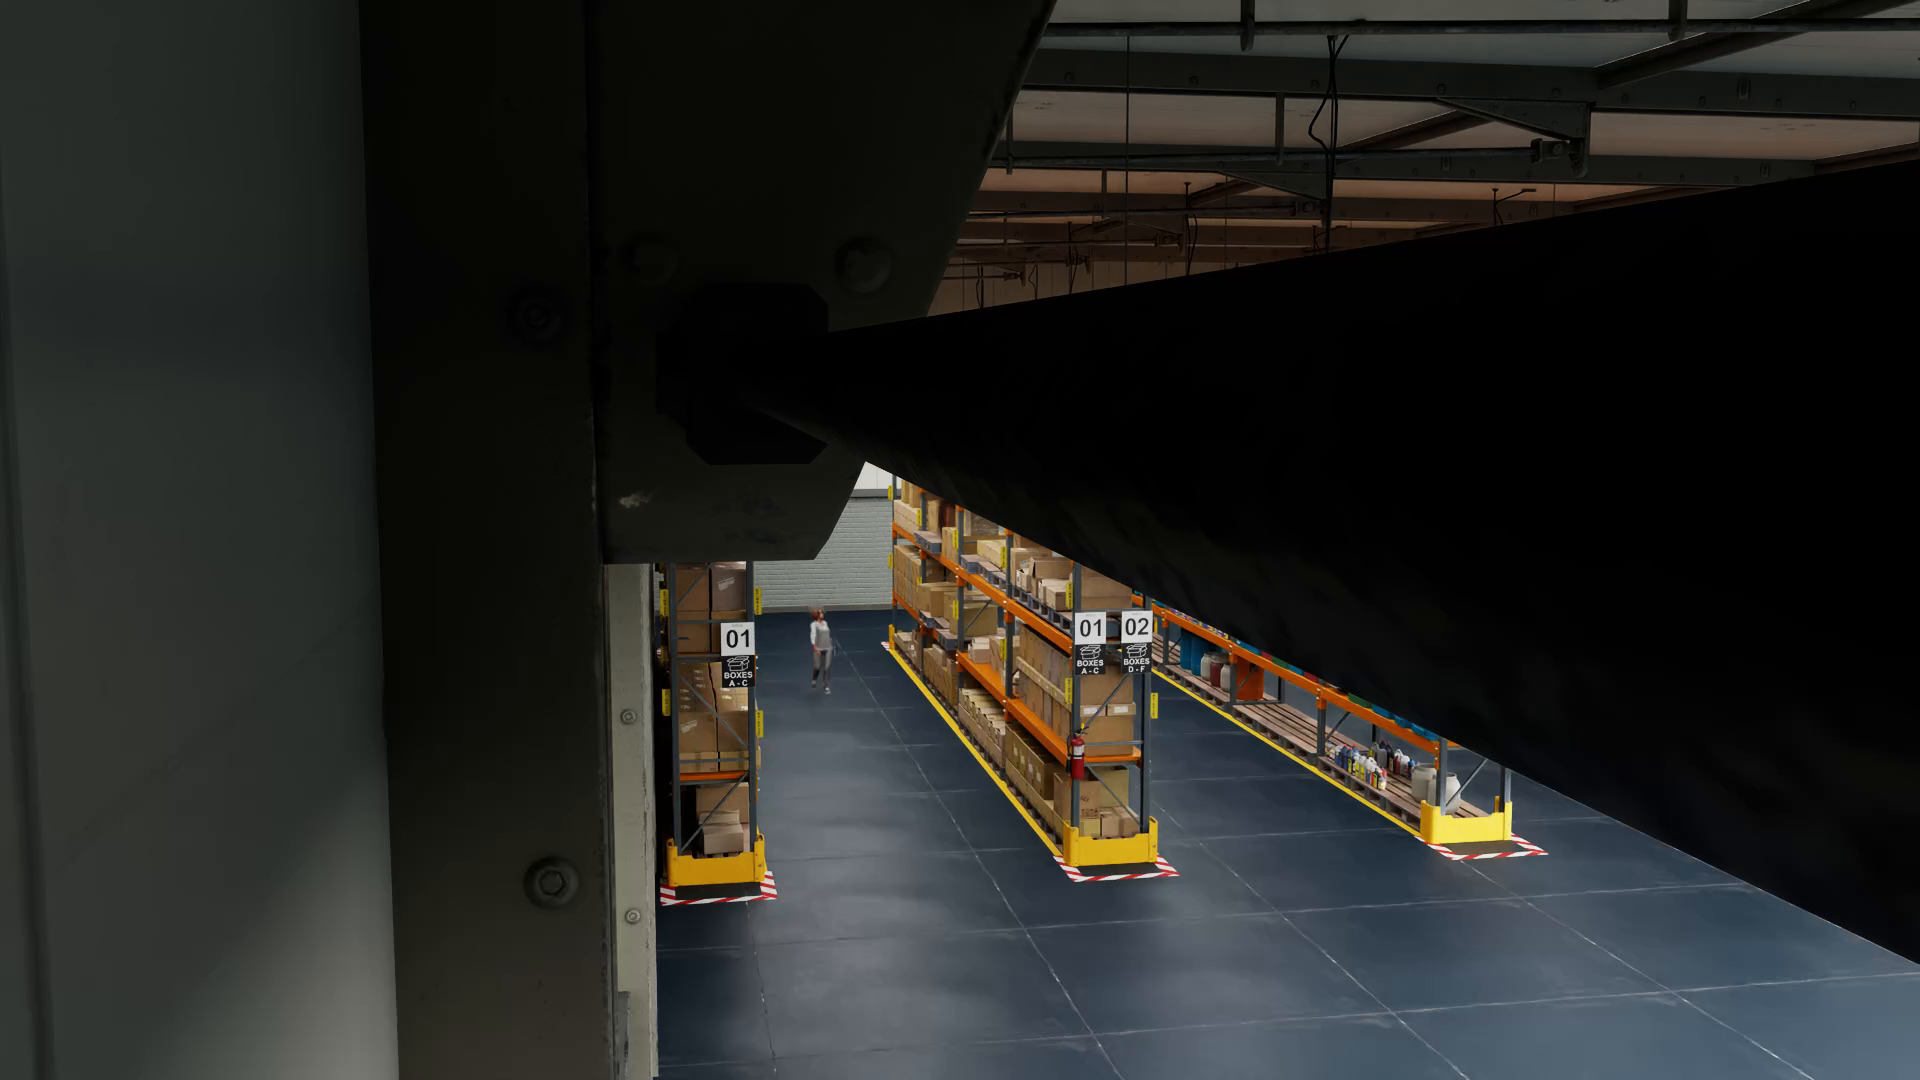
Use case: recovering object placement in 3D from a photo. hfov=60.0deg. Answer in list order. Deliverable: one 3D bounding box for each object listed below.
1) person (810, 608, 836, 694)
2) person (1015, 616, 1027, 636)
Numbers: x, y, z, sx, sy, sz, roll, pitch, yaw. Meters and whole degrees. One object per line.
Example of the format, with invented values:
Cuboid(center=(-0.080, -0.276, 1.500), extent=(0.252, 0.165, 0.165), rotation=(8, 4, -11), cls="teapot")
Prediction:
Cuboid(center=(-2.552, 2.048, 30.864), extent=(0.484, 1.574, 0.479), rotation=(-2, 6, -16), cls="person")
Cuboid(center=(1.267, 1.627, 34.148), extent=(0.628, 1.742, 0.941), rotation=(-1, 6, -8), cls="person")
